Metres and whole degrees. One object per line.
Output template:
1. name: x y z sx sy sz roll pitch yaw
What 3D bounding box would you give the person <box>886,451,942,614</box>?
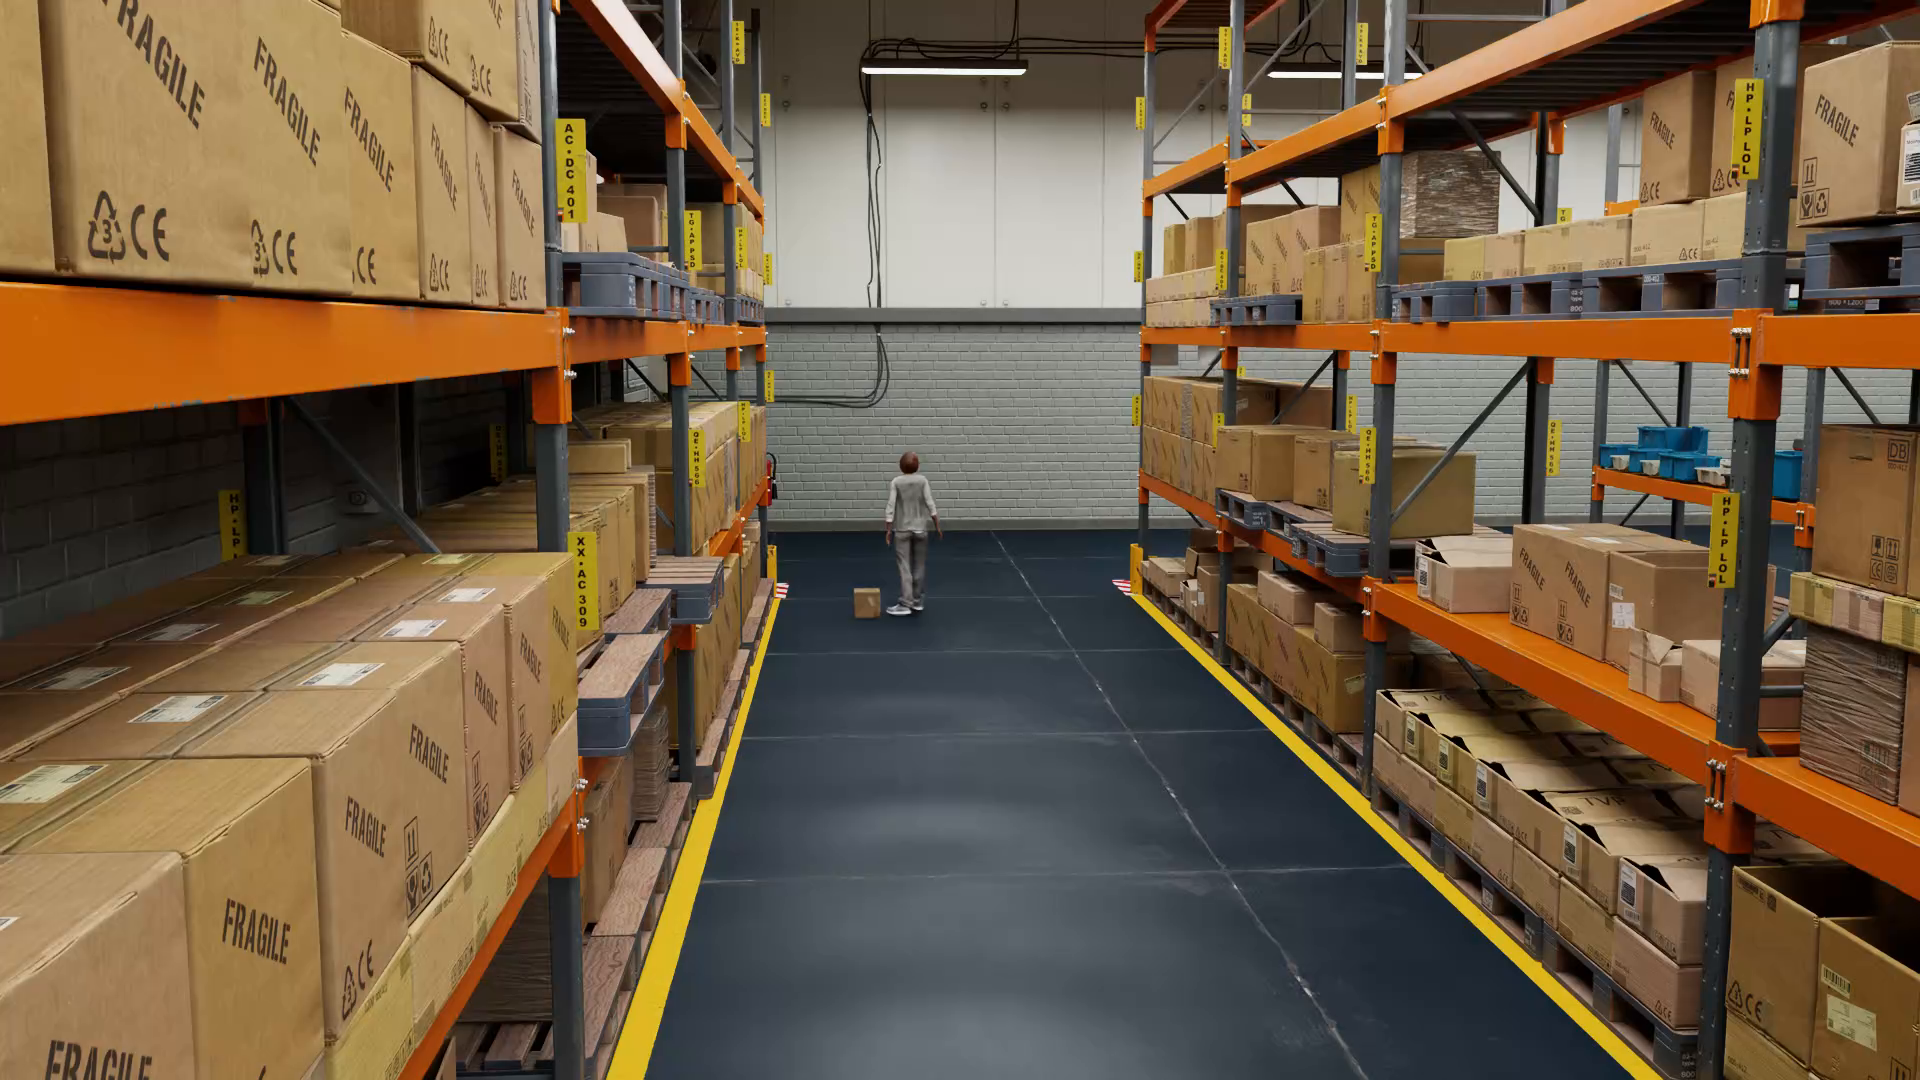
1. person: -0.460 -0.084 16.358 0.591 1.584 0.564 -2 7 -14
